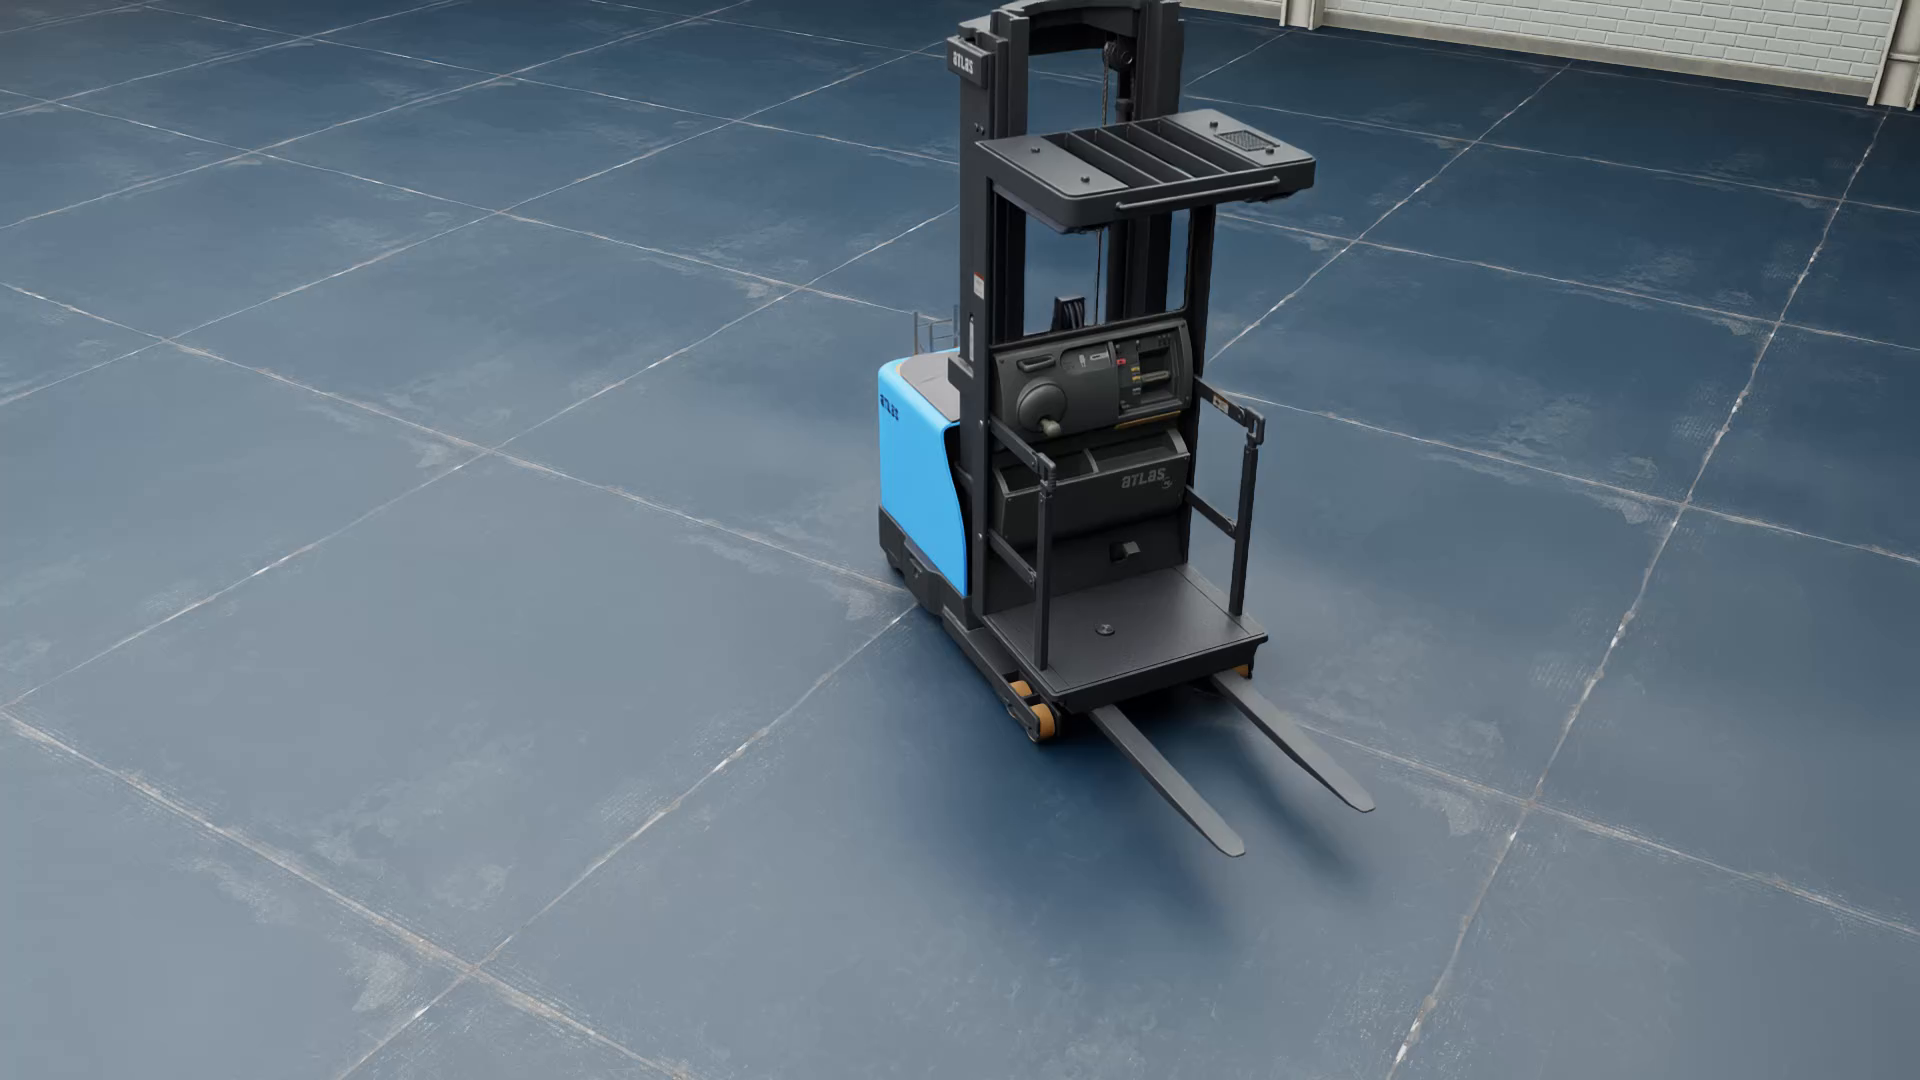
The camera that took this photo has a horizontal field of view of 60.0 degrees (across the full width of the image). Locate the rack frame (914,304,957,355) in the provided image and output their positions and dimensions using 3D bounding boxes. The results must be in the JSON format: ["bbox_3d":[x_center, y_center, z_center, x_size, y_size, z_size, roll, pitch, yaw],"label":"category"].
[{"bbox_3d":[-0.124,-0.651,8.675,0.240,1.200,0.006,-14,33,-22],"label":"rack frame"}]

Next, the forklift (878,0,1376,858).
[{"bbox_3d":[0.676,-0.640,6.938,1.130,2.935,3.031,-14,33,-22],"label":"forklift"}]

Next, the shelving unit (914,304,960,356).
[{"bbox_3d":[-0.084,-0.609,8.604,0.258,1.200,0.189,-14,33,-22],"label":"shelving unit"}]

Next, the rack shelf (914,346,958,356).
[{"bbox_3d":[-0.084,-0.882,8.445,0.258,0.103,0.180,-14,33,-22],"label":"rack shelf"}]

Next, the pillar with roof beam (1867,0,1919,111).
[{"bbox_3d":[6.620,-6.218,10.479,0.400,9.000,9.100,18,35,27],"label":"pillar with roof beam"}]

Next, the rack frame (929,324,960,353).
[{"bbox_3d":[-0.045,-0.568,8.533,0.240,1.200,0.006,-14,33,-22],"label":"rack frame"}]

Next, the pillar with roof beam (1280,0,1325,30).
[{"bbox_3d":[1.538,-7.826,13.234,0.400,9.000,9.100,18,35,27],"label":"pillar with roof beam"}]
